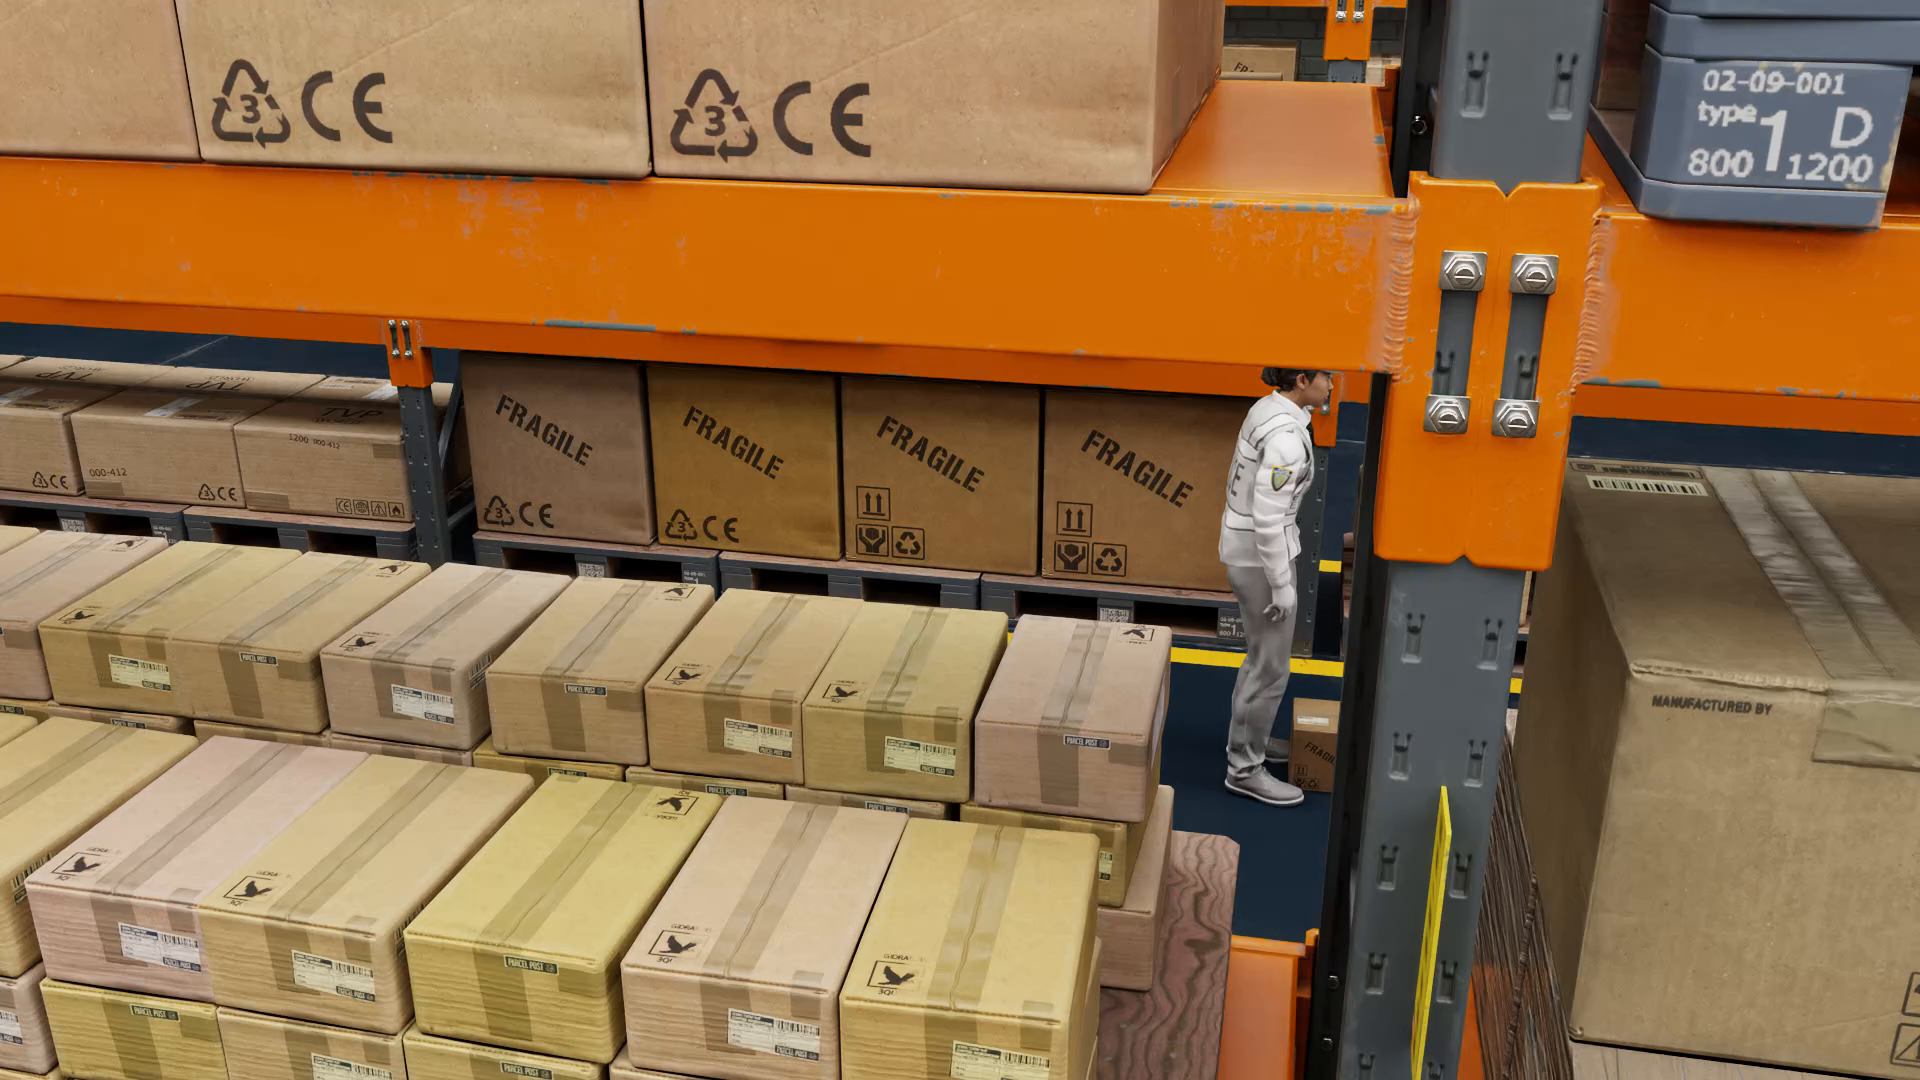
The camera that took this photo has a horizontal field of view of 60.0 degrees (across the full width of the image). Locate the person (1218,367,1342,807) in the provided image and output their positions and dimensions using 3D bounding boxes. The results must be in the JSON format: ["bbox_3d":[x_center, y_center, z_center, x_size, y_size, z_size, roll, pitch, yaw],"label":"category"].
[{"bbox_3d":[1.101,0.082,5.877,0.375,1.662,0.536,3,22,8],"label":"person"}]
